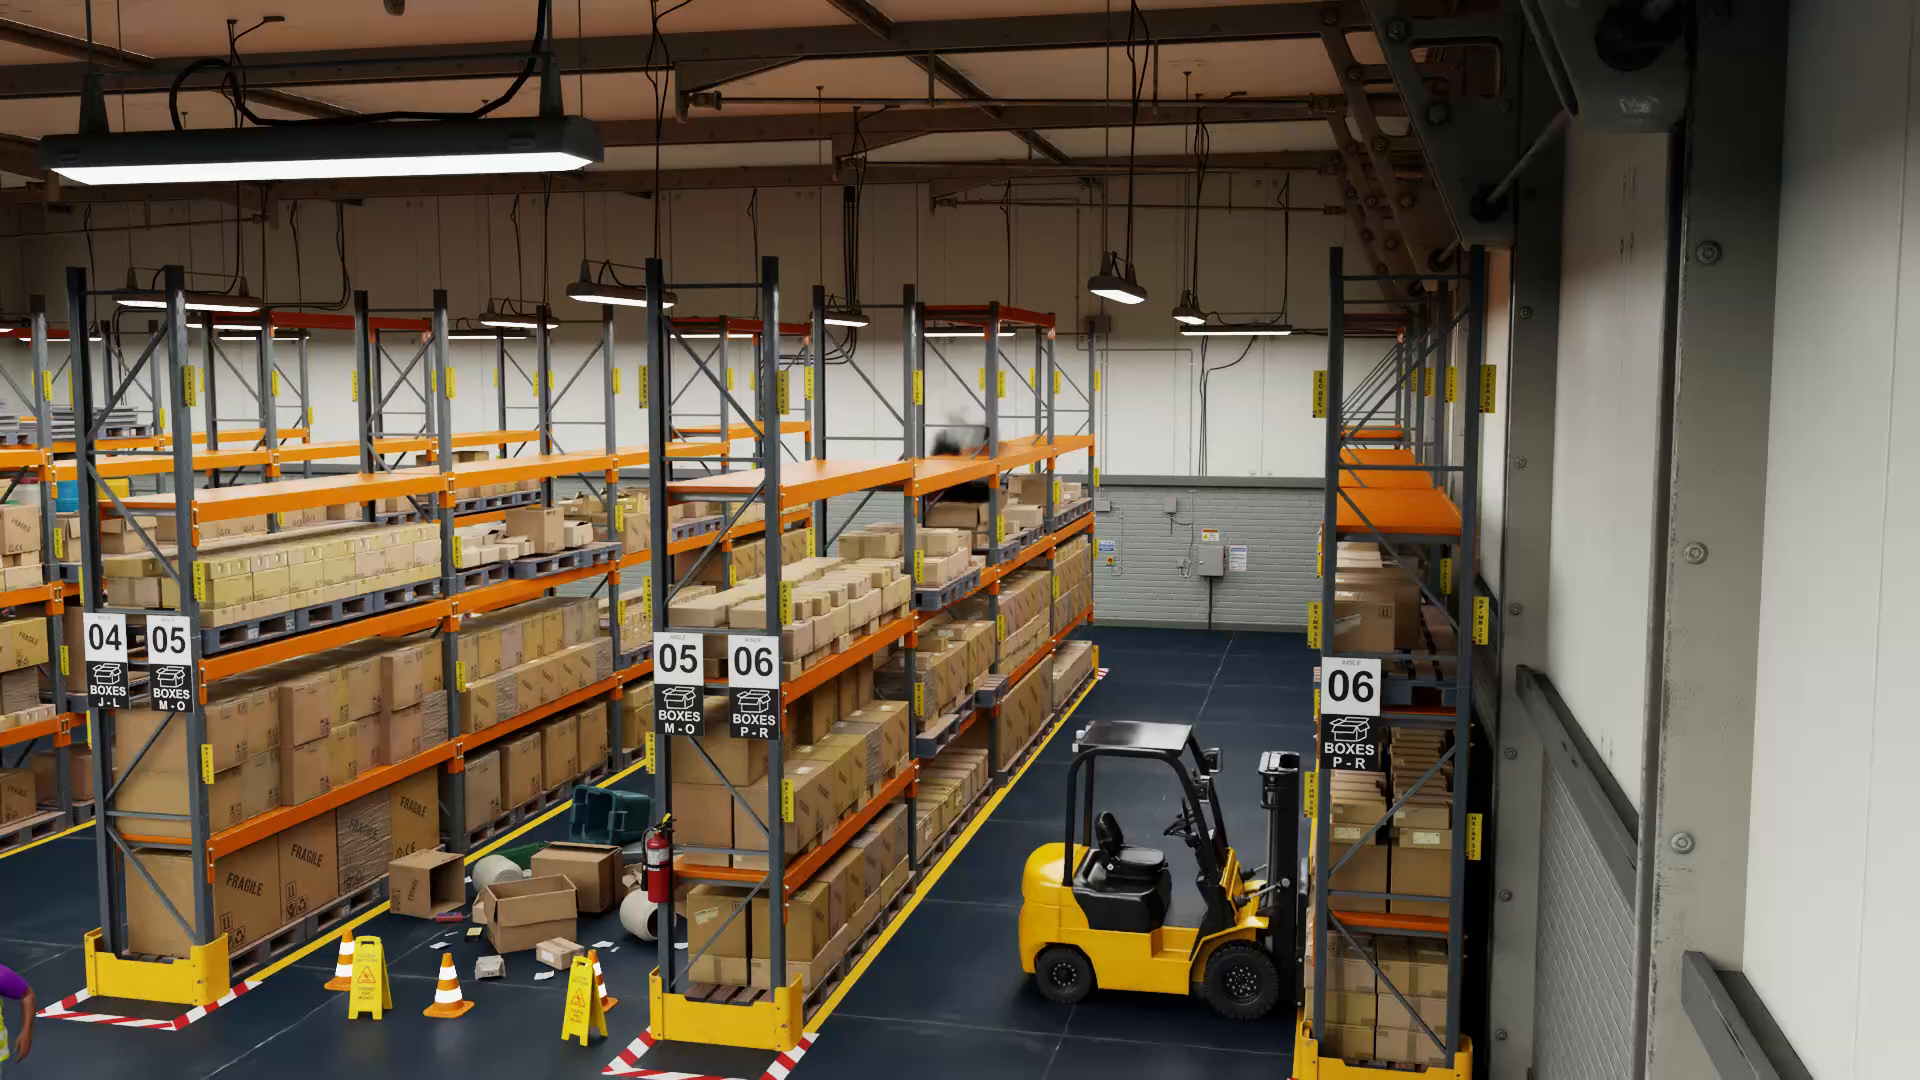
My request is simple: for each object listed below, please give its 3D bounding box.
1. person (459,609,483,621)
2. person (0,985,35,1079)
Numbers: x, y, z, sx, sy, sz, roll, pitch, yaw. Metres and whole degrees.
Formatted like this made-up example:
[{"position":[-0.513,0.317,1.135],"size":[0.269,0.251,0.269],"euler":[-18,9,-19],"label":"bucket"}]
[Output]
[{"position":[-7.354,1.694,24.852],"size":[0.684,1.676,0.829],"euler":[1,6,11],"label":"person"},{"position":[-6.162,3.260,10.342],"size":[0.728,1.626,0.597],"euler":[-3,6,-26],"label":"person"}]
